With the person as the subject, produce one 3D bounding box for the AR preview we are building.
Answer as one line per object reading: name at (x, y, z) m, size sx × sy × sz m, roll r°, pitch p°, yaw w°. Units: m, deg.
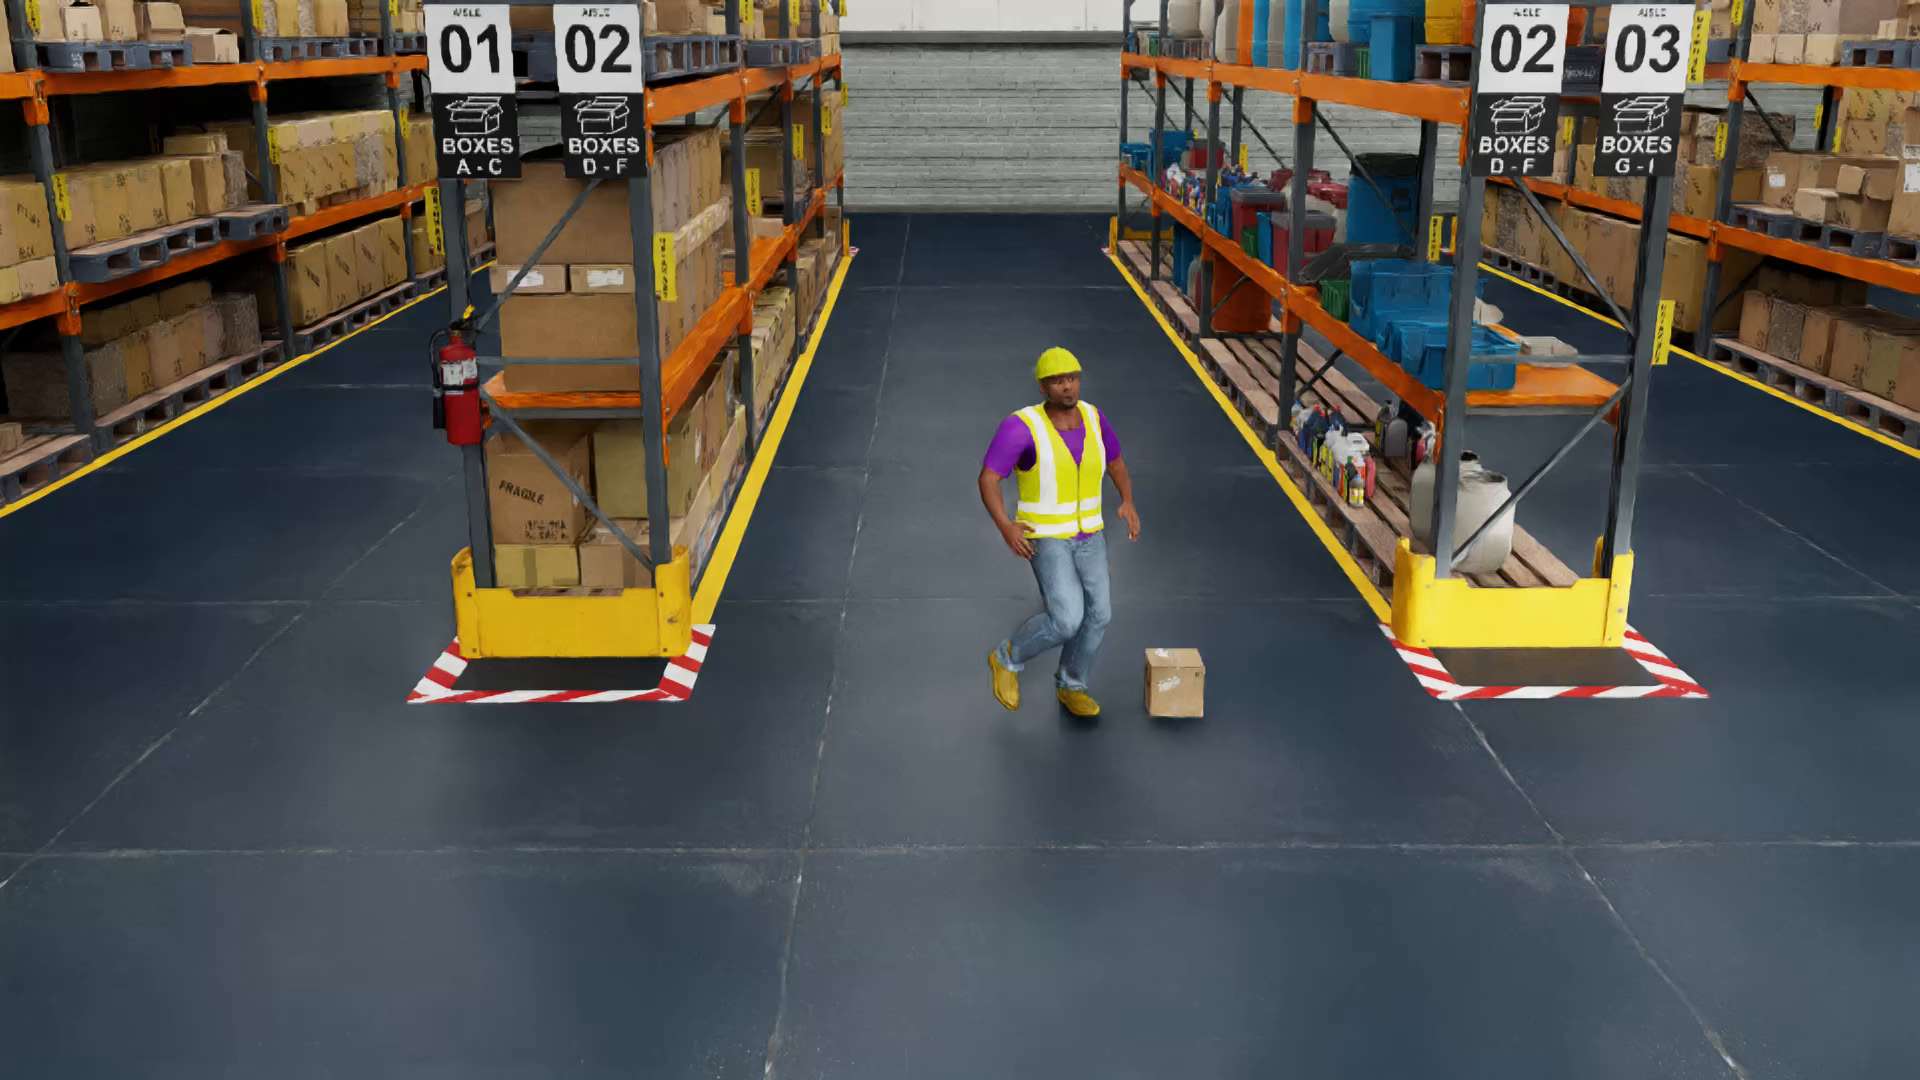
person at (0.502, -0.027, 7.654) m, size 0.756 × 1.731 × 0.503 m, roll -12°, pitch 21°, yaw -34°
